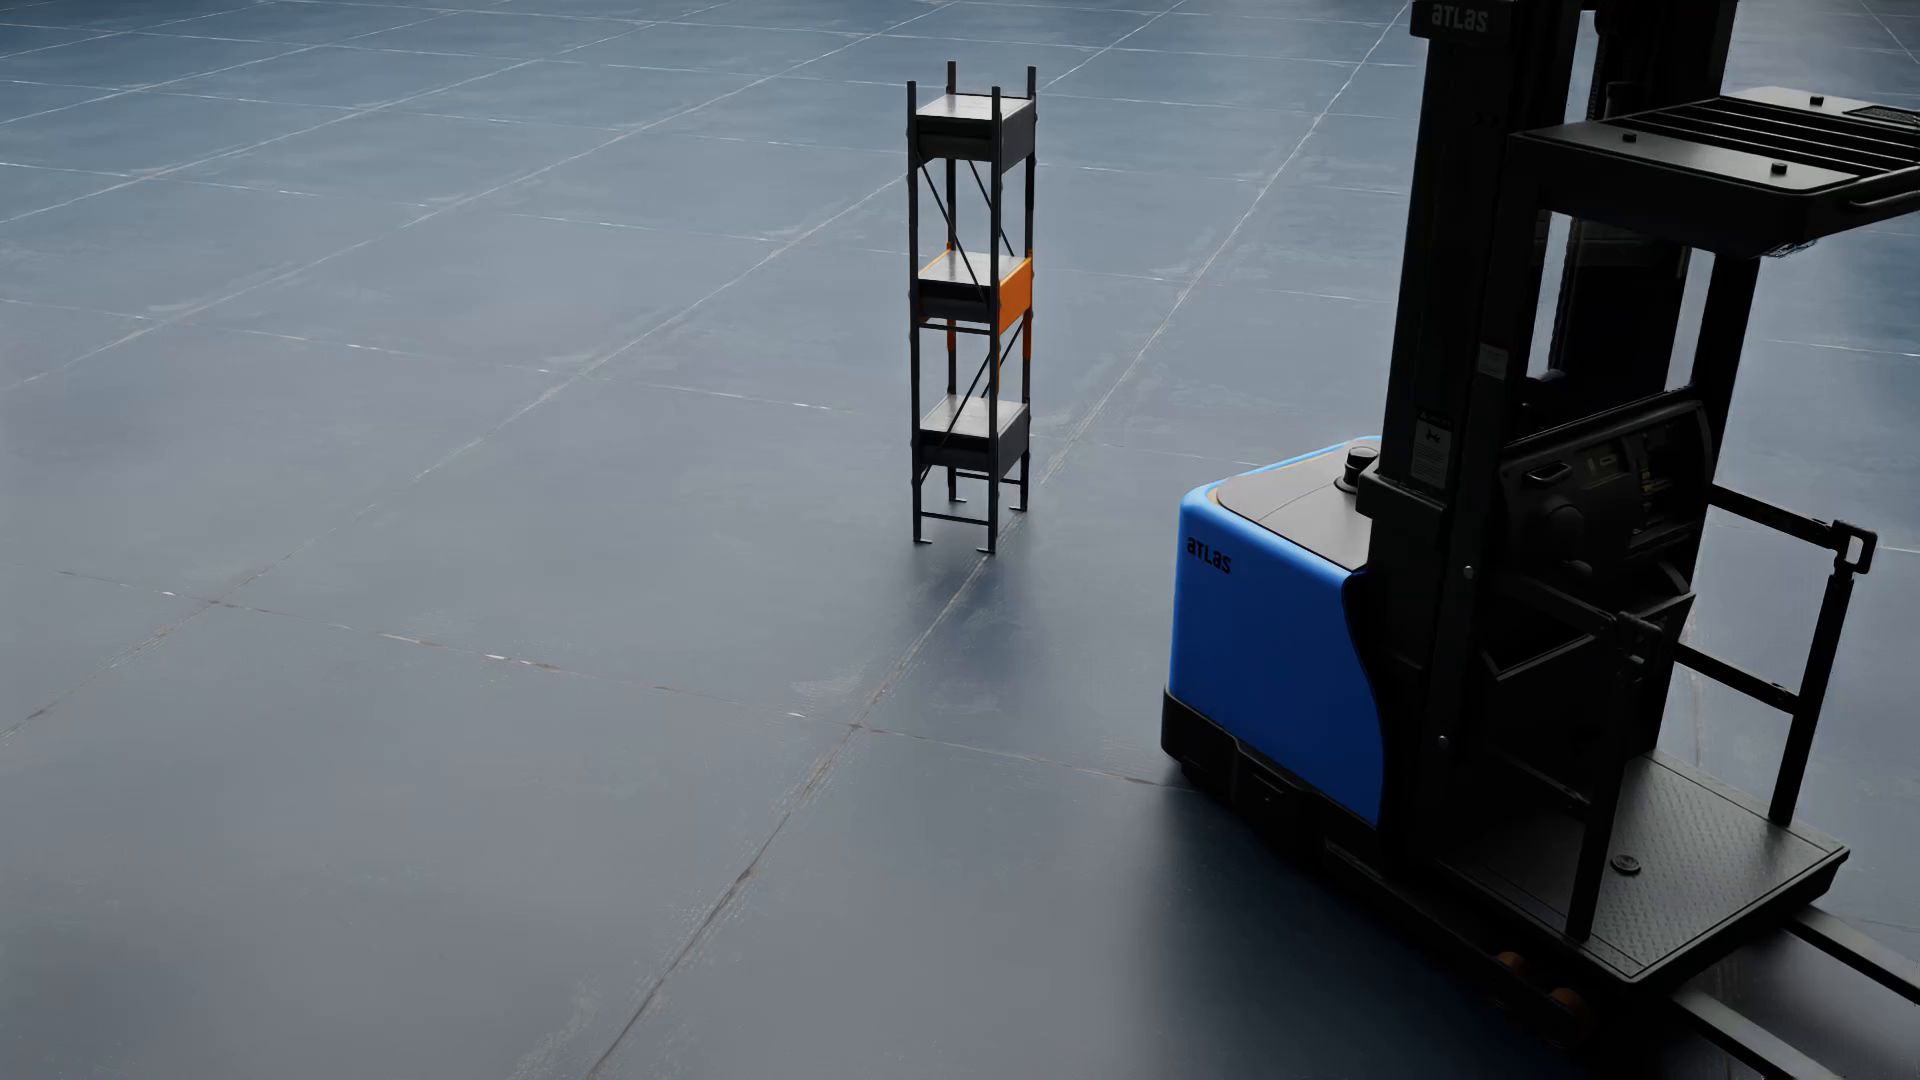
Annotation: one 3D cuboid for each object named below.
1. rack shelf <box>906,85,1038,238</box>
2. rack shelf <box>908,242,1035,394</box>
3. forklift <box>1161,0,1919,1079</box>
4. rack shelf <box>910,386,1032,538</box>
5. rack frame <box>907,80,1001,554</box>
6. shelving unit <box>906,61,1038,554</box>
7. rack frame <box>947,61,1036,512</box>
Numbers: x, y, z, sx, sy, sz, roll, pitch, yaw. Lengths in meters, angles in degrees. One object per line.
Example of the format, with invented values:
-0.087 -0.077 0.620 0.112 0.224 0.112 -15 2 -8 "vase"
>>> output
0.055 -1.631 7.134 0.431 0.518 0.480 9 27 17 "rack shelf"
0.055 -1.001 7.439 0.431 0.518 0.480 9 27 17 "rack shelf"
1.978 -0.107 4.607 1.130 2.935 3.031 -17 30 -31 "forklift"
0.055 -0.371 7.744 0.431 0.518 0.480 9 27 17 "rack shelf"
-0.026 -0.913 7.226 0.400 2.100 0.015 9 27 17 "rack frame"
0.055 -1.013 7.433 0.431 2.100 0.503 9 27 17 "shelving unit"
0.136 -1.113 7.640 0.400 2.100 0.015 9 27 17 "rack frame"
